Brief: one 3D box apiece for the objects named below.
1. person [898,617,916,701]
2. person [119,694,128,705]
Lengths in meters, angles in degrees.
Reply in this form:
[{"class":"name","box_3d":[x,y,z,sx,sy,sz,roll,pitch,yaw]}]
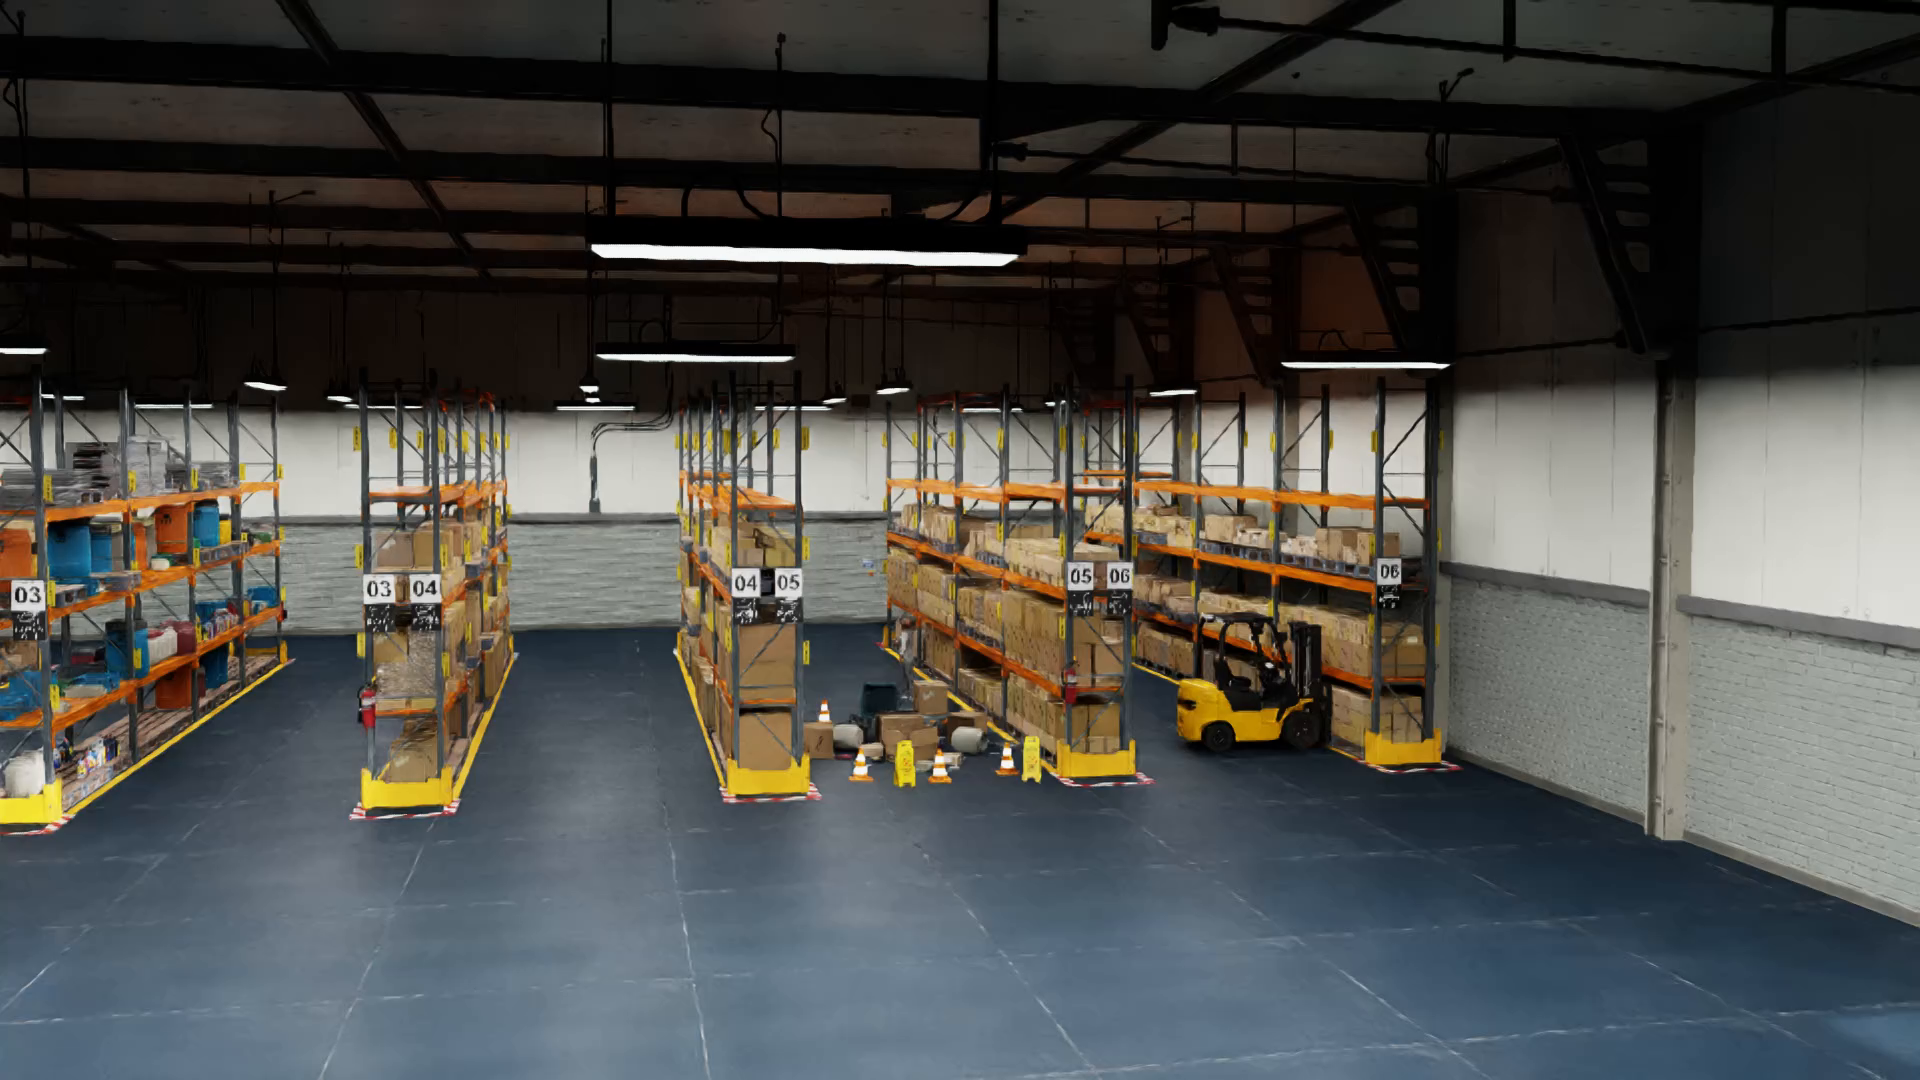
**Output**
[{"class":"person","box_3d":[-0.980,2.285,32.046,0.407,1.588,0.521,1,3,12]},{"class":"person","box_3d":[-15.945,2.314,31.590,0.495,1.577,1.086,-1,3,-9]}]
